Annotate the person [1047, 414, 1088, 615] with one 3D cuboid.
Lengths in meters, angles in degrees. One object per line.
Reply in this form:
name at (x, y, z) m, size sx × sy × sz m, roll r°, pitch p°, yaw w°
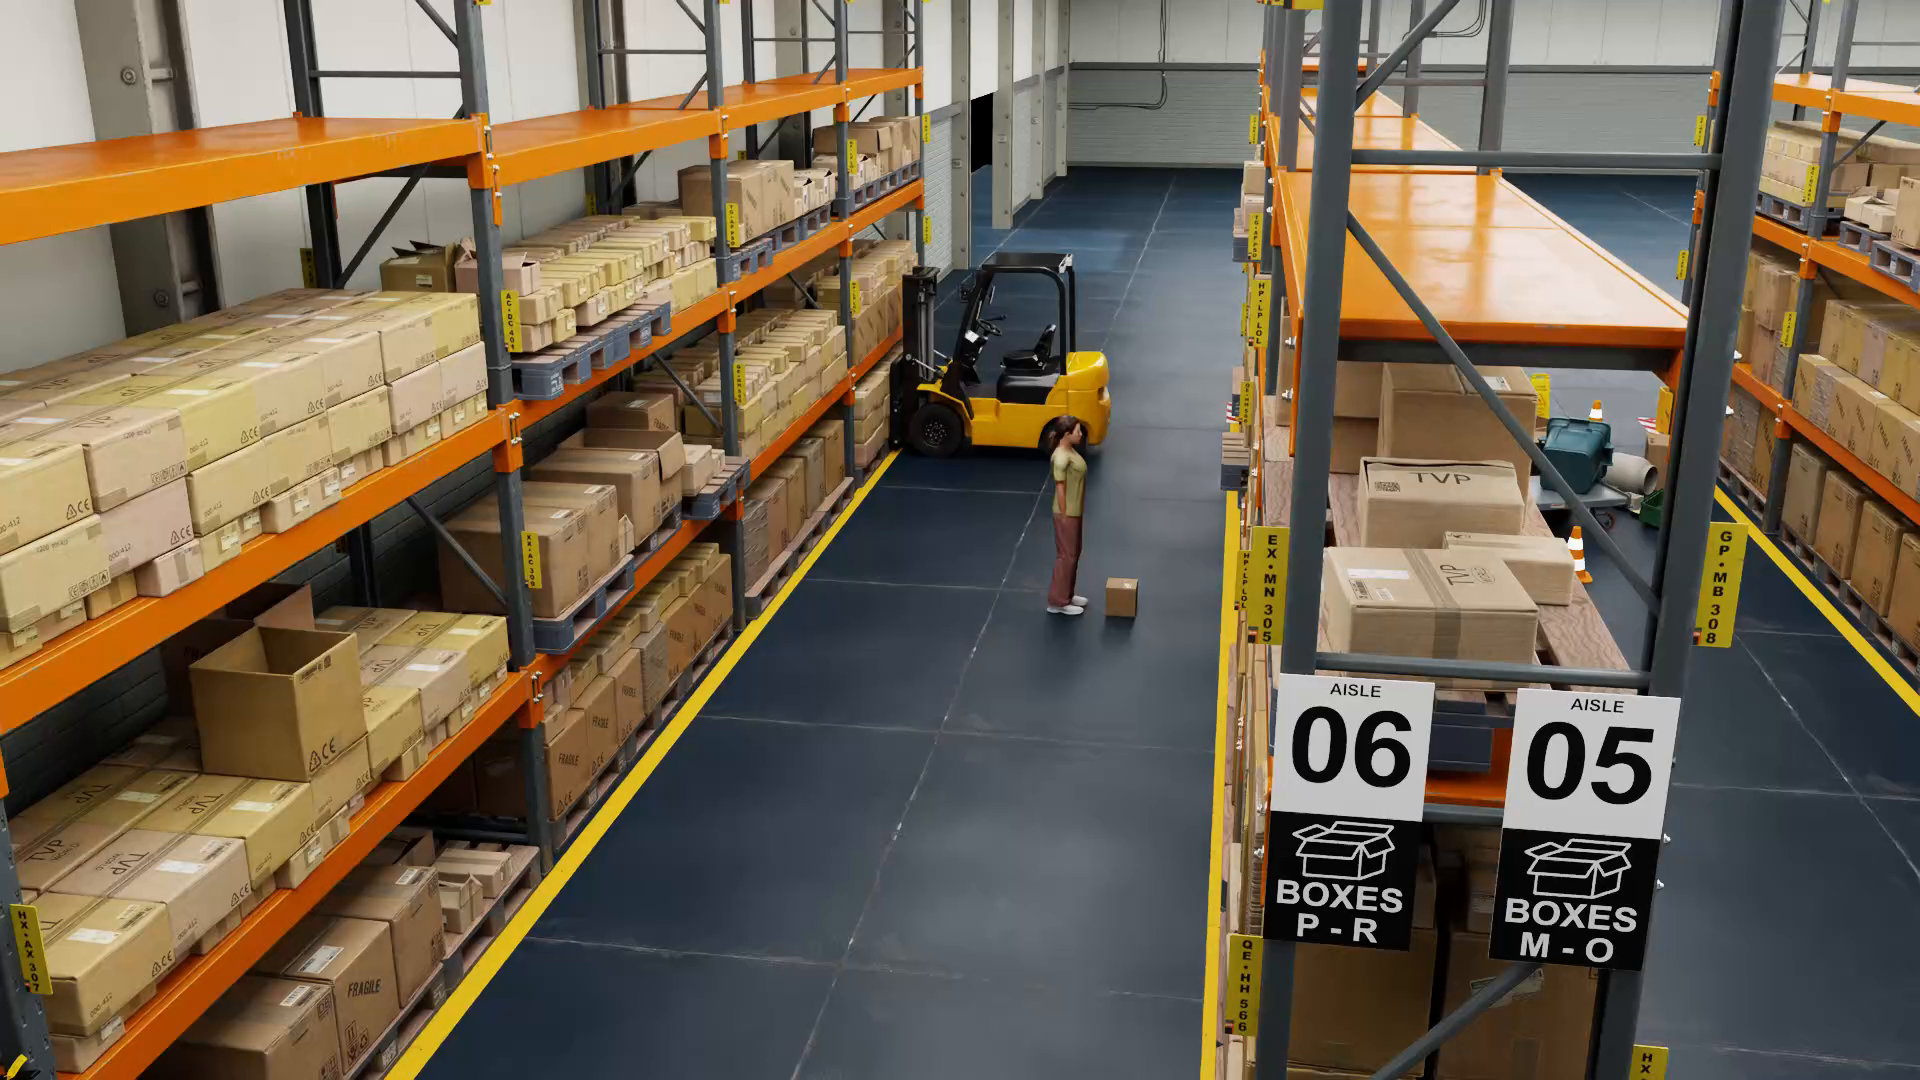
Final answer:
person at (0.883, -0.224, 13.759) m, size 0.365 × 1.670 × 0.442 m, roll 3°, pitch 18°, yaw 10°
